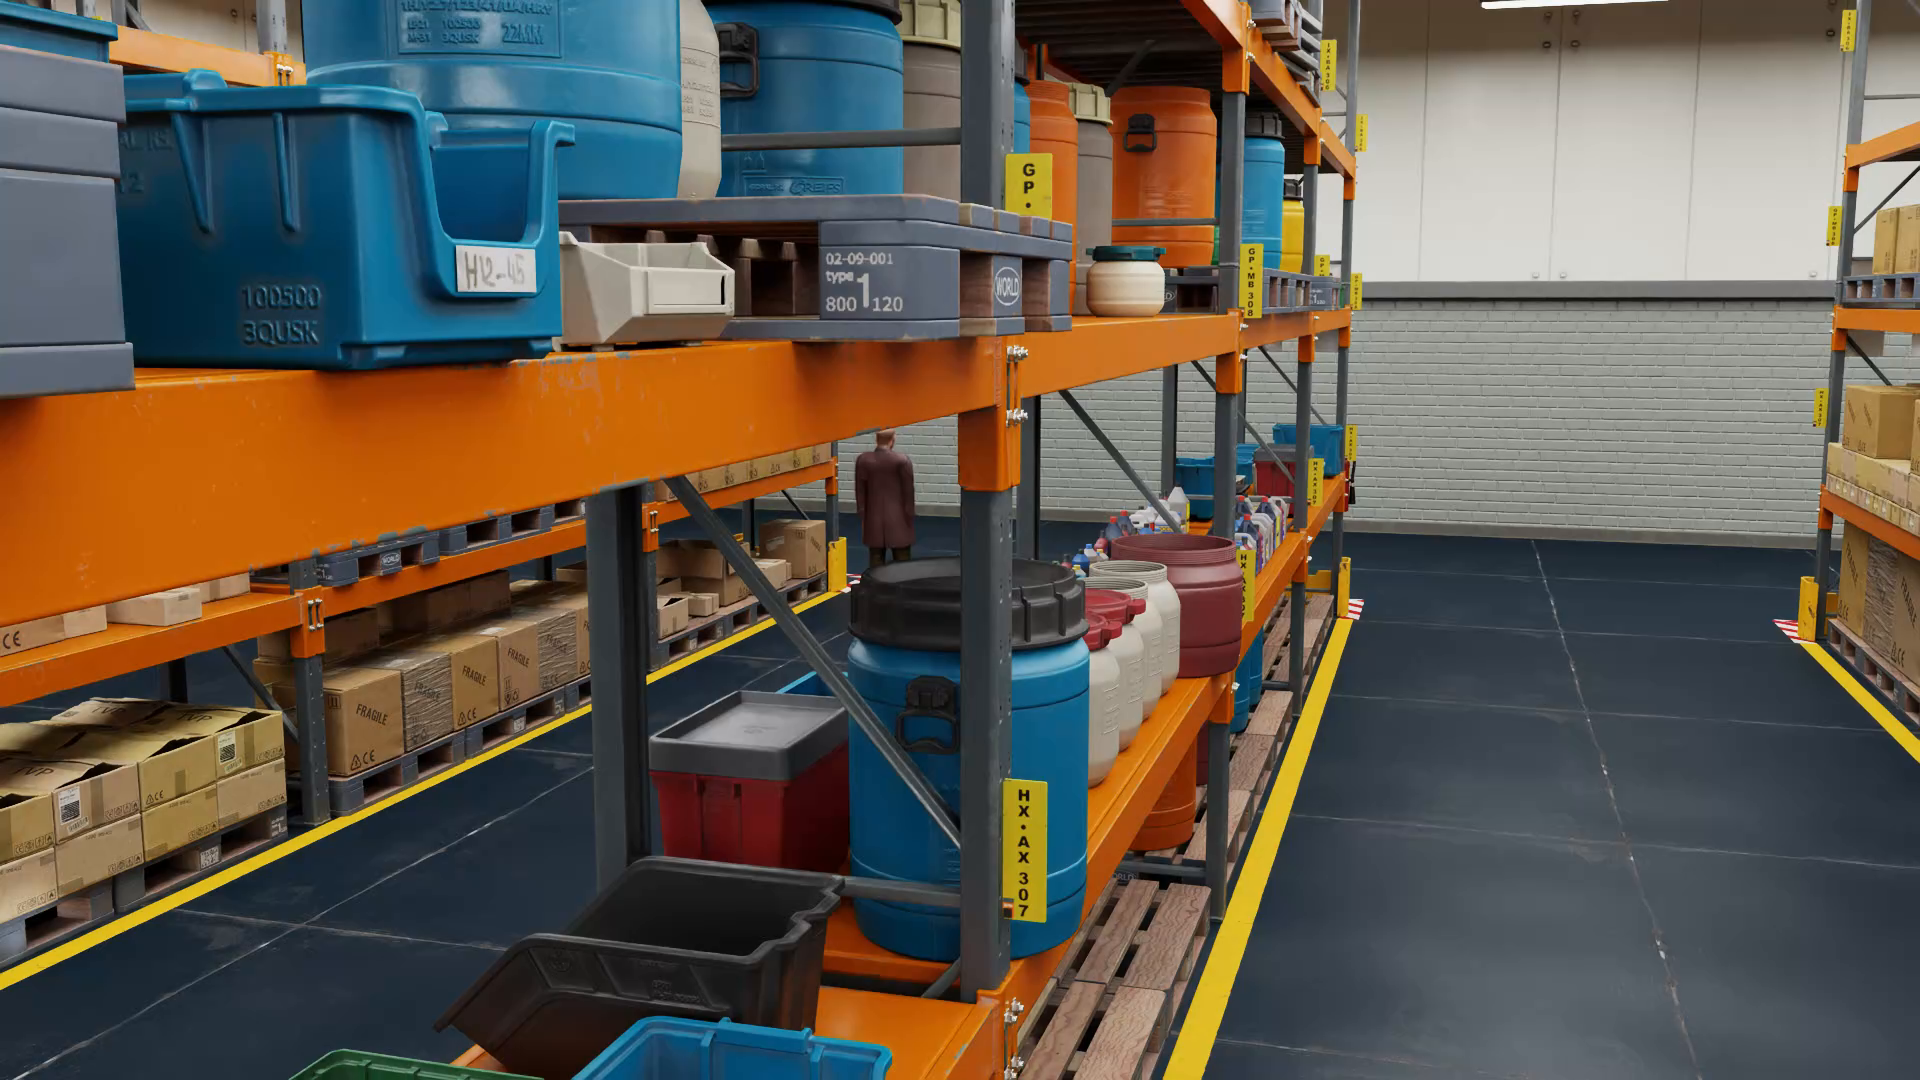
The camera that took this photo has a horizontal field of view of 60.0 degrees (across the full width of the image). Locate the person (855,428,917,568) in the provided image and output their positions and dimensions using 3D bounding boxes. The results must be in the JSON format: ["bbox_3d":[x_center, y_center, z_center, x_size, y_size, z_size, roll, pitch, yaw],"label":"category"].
[{"bbox_3d":[-0.672,-0.173,15.162,0.567,1.765,0.378,3,9,17],"label":"person"}]
